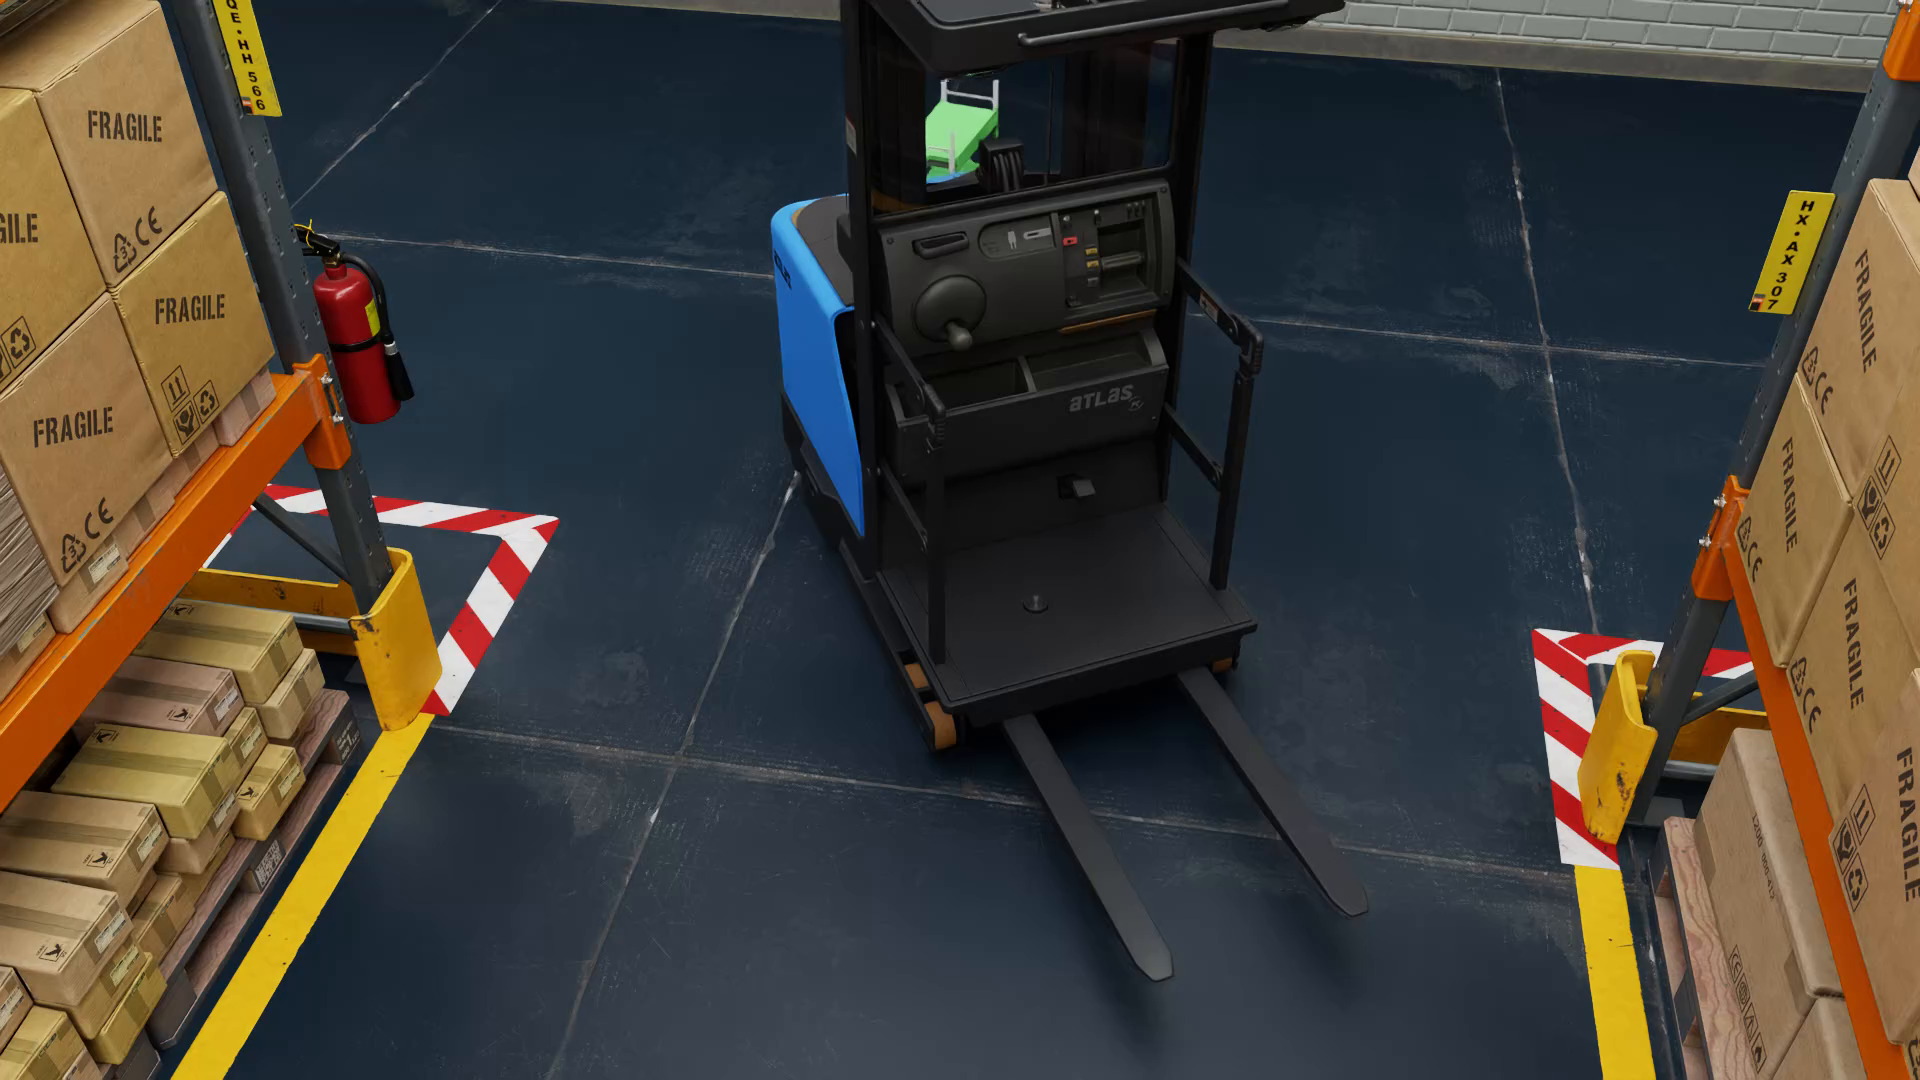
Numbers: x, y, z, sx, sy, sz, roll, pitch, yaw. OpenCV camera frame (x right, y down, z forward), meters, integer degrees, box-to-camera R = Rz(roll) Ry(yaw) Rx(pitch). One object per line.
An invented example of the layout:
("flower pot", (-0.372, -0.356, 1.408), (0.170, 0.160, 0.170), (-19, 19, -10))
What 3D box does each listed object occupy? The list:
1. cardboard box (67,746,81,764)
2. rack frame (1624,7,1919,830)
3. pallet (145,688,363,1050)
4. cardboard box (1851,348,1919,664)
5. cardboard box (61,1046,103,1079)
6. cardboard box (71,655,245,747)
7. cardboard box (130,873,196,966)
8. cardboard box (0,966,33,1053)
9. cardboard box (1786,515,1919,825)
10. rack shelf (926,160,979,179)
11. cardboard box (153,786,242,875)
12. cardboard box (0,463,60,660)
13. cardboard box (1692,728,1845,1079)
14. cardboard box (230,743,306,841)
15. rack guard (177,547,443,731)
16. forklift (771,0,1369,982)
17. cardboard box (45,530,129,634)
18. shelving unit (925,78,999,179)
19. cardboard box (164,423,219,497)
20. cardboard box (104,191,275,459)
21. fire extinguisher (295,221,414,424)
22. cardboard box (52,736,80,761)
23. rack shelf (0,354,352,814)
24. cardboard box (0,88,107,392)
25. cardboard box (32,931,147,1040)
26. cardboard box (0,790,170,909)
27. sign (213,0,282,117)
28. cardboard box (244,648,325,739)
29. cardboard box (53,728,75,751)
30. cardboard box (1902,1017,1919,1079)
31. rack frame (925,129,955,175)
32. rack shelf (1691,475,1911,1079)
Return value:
("cardboard box", (-2.727, 0.665, 4.999), (0.380, 0.149, 0.250), (6, 40, 7))
("rack frame", (2.536, -0.256, 4.206), (1.000, 3.000, 0.127), (6, 40, 8))
("pallet", (-2.545, 0.890, 5.008), (1.003, 0.211, 1.213), (6, 40, 8))
("cardboard box", (2.090, -0.085, 3.136), (0.500, 0.500, 0.500), (5, 40, 6))
("cardboard box", (-2.397, 1.373, 4.143), (0.380, 0.149, 0.250), (7, 40, 9))
("cardboard box", (-2.299, 0.480, 4.756), (0.380, 0.149, 0.250), (7, 40, 9))
("cardboard box", (-2.348, 1.037, 4.550), (0.380, 0.149, 0.250), (7, 40, 8))
("cardboard box", (-2.472, 1.140, 3.957), (0.380, 0.149, 0.250), (5, 40, 6))
("cardboard box", (2.110, 0.295, 3.460), (0.500, 0.500, 0.500), (6, 40, 7))
("rack shelf", (-0.048, -1.371, 6.687), (0.258, 0.148, 0.480), (13, 41, 16))
("cardboard box", (-2.255, 0.773, 4.636), (0.380, 0.149, 0.250), (5, 40, 6))
("cardboard box", (-2.354, 0.060, 3.511), (0.500, 0.500, 0.500), (7, 40, 8))
("cardboard box", (2.520, 0.995, 4.374), (0.875, 0.438, 0.875), (5, 40, 6))
("cardboard box", (-2.187, 0.724, 4.928), (0.380, 0.149, 0.250), (8, 40, 9))
("rack guard", (-2.370, 0.272, 5.528), (1.175, 0.500, 0.348), (6, 40, 8))
("forklift", (0.295, -0.748, 4.854), (1.130, 2.935, 3.031), (-14, 41, -16))
("cardboard box", (-2.265, 0.068, 4.011), (0.380, 0.149, 0.250), (7, 40, 9))
("shelving unit", (-0.048, -1.234, 6.798), (0.258, 1.200, 0.503), (13, 41, 16))
("cardboard box", (-2.215, -0.254, 4.400), (0.380, 0.149, 0.250), (6, 40, 8))
("cardboard box", (-2.181, -0.581, 4.287), (0.500, 0.500, 0.500), (7, 40, 9))
("fire extinguisher", (-1.859, -0.672, 5.063), (0.296, 0.674, 0.183), (6, 40, 8))
("cardboard box", (-2.803, 0.550, 4.905), (0.380, 0.149, 0.250), (6, 40, 7))
("rack shelf", (-2.703, 0.794, 3.500), (1.077, 0.370, 4.000), (6, 40, 8))
("cardboard box", (-2.279, -0.645, 3.579), (0.500, 0.500, 0.500), (5, 40, 6))
("cardboard box", (-2.332, 1.099, 4.241), (0.380, 0.149, 0.250), (7, 40, 8))
("cardboard box", (-2.326, 0.813, 4.354), (0.380, 0.149, 0.250), (5, 40, 6))
("sign", (-1.814, -1.233, 4.231), (0.100, 0.325, 0.005), (6, 40, 8))
("cardboard box", (-2.167, 0.446, 5.031), (0.380, 0.149, 0.250), (5, 40, 6))
("cardboard box", (-2.711, 0.447, 4.797), (0.380, 0.149, 0.250), (7, 40, 8))
("cardboard box", (1.934, 0.929, 2.694), (0.500, 0.500, 0.500), (8, 40, 9))
("rack frame", (-0.134, -1.090, 6.621), (0.240, 1.200, 0.015), (13, 41, 16))
("rack shelf", (2.190, 1.276, 2.917), (1.077, 0.370, 4.000), (6, 40, 8))
